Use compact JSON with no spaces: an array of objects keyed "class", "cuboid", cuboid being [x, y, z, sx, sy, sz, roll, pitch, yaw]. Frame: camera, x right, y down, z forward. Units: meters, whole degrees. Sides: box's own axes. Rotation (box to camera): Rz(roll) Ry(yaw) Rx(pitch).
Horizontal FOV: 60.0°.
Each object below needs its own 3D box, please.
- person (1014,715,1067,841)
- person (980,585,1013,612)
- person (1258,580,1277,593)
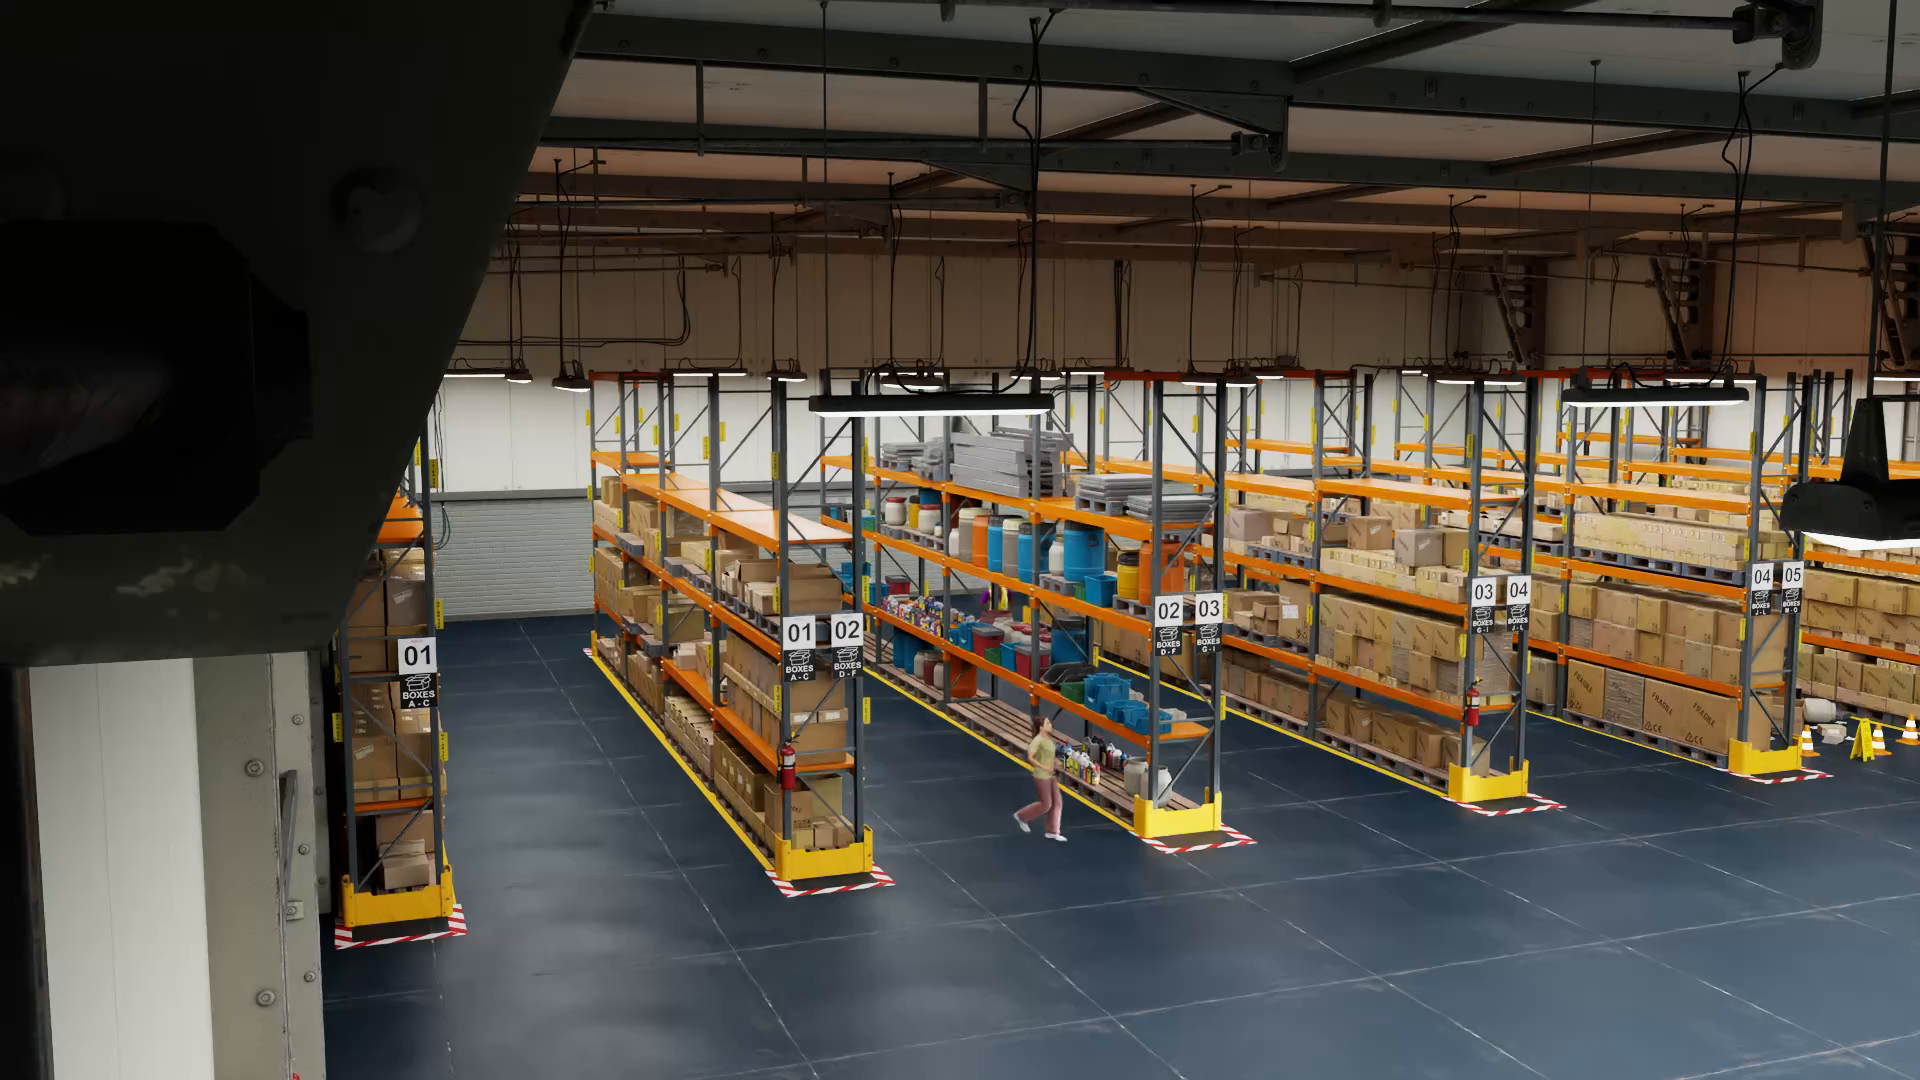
[{"class":"person","cuboid":[1.056,3.107,21.757,0.731,1.677,0.628,2,7,18]},{"class":"person","cuboid":[0.765,1.616,34.773,0.702,1.751,0.979,-2,7,-19]},{"class":"person","cuboid":[7.780,0.817,41.991,0.650,1.696,0.567,-2,7,-18]}]
